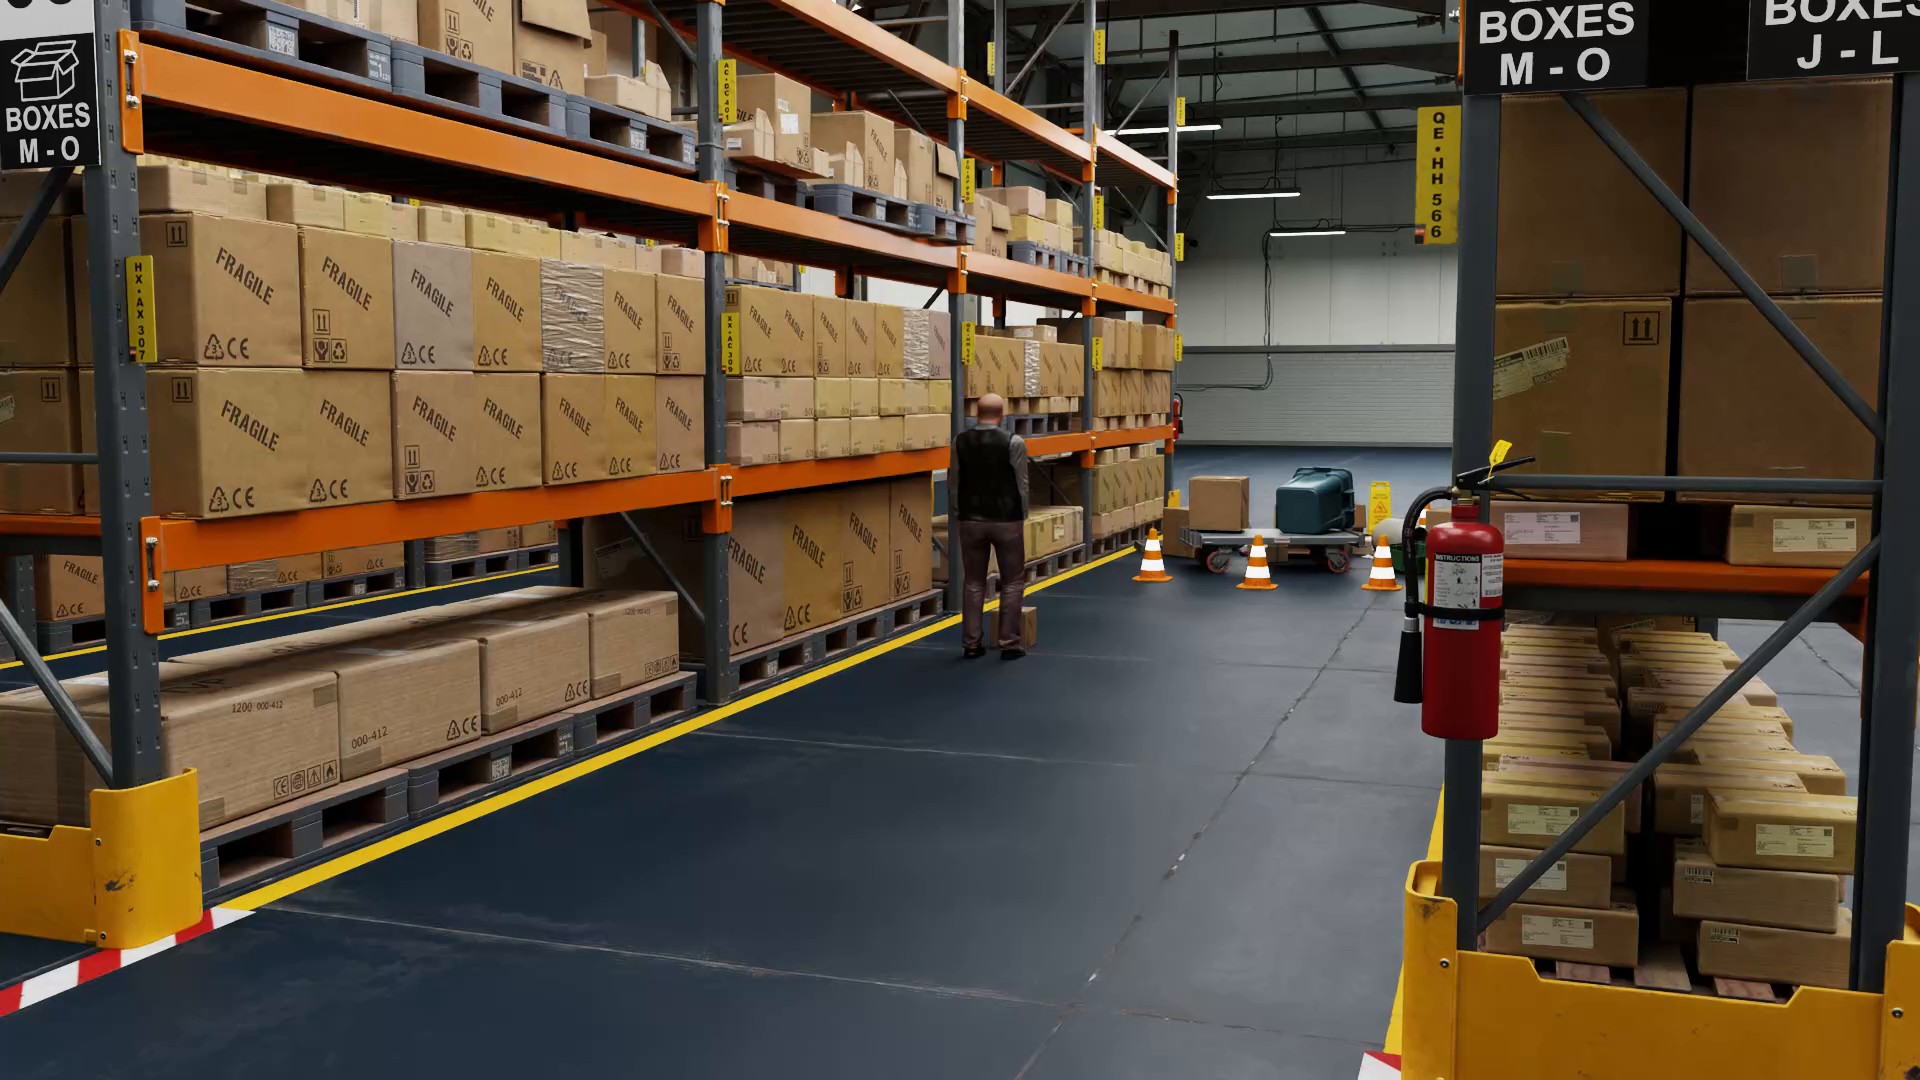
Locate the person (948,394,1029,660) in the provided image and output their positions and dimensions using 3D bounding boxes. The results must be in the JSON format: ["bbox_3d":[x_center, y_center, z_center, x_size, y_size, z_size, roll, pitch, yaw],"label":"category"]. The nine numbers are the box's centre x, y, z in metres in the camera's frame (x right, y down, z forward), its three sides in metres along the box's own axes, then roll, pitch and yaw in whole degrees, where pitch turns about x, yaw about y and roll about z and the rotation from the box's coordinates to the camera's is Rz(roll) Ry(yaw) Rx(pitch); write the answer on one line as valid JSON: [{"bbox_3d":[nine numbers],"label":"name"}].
[{"bbox_3d":[0.186,-0.087,10.738,0.540,1.708,0.366,2,5,20],"label":"person"}]
